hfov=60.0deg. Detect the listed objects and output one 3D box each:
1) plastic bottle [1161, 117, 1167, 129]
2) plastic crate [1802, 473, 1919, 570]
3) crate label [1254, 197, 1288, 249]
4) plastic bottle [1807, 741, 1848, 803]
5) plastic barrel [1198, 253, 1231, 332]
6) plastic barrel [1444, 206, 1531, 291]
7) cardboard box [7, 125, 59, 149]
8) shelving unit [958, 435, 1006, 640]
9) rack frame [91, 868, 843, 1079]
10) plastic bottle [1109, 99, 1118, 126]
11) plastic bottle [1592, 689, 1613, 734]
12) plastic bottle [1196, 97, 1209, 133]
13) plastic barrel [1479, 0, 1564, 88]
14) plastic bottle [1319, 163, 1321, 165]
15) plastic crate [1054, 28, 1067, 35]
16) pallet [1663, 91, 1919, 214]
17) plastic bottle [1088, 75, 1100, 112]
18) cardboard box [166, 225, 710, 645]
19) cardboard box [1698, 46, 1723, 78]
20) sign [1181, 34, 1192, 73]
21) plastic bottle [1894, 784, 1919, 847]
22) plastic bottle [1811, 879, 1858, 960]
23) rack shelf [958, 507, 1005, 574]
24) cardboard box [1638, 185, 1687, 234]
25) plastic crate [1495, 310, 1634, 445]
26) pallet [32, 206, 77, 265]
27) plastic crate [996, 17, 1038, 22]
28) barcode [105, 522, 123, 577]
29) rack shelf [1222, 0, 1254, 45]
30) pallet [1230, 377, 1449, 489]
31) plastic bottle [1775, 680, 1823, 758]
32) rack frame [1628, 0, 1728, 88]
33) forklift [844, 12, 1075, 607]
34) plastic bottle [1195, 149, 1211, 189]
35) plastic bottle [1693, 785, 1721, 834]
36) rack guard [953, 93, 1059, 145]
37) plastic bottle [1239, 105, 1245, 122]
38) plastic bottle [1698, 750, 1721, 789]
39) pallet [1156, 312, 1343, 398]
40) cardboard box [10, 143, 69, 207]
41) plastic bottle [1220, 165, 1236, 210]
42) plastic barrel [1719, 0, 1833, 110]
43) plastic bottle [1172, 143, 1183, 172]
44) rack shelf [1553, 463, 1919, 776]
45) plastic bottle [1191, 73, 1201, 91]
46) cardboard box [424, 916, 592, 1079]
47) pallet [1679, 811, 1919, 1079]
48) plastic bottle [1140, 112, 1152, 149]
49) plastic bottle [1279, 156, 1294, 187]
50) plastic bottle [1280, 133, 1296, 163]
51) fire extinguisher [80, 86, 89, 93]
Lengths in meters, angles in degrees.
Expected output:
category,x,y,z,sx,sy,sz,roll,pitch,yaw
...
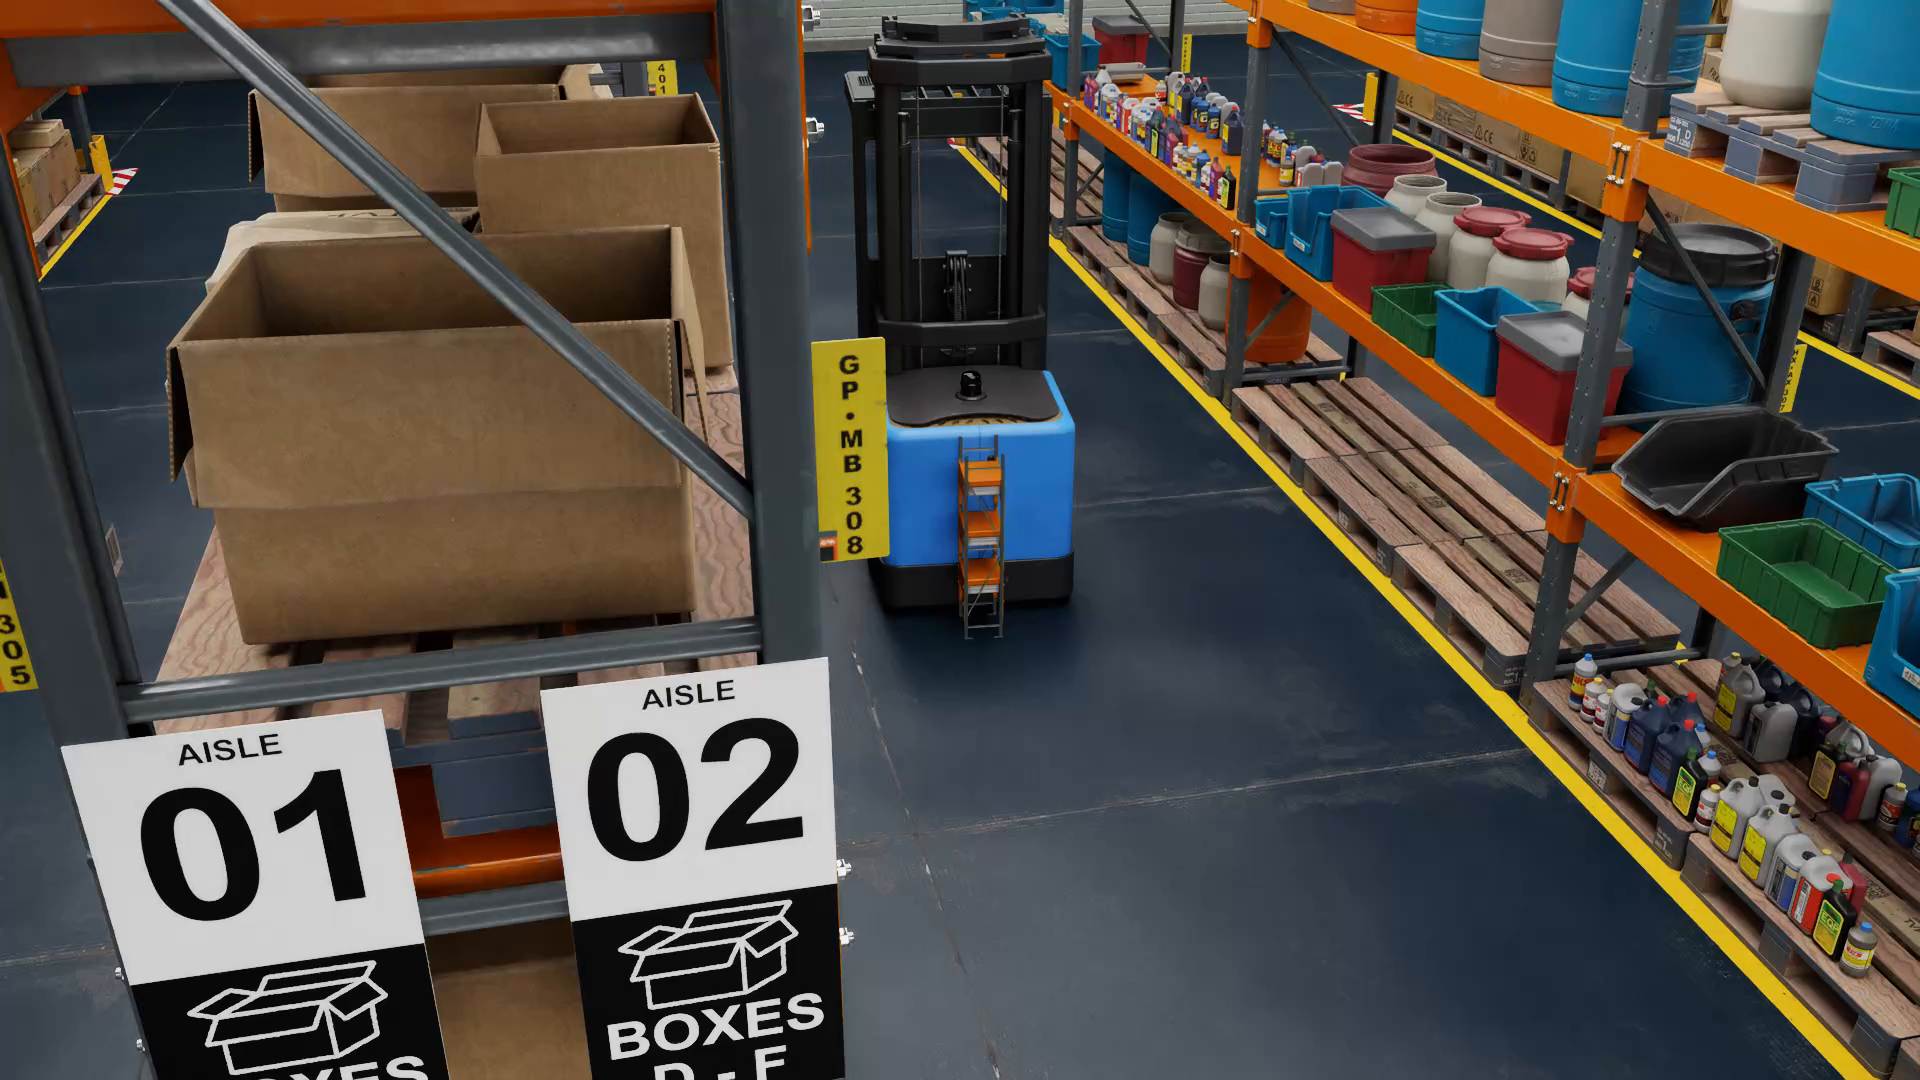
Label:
category,x,y,z,sx,sy,sz,roll,pitch,yaw
plastic bottle,1.556,-3.044,12.581,0.061,0.283,0.133,-6,27,-12
plastic crate,3.748,-0.033,6.652,0.499,0.251,0.616,-6,27,-12
crate label,2.063,-2.016,10.601,0.303,0.233,0.416,-6,27,-12
plastic bottle,3.682,0.960,7.046,0.061,0.283,0.133,-6,27,-12
plastic barrel,1.992,-1.842,12.366,0.421,0.512,0.421,0,27,0
plastic barrel,2.970,-1.573,9.386,0.433,0.535,0.433,0,27,0
cardboard box,-8.602,-3.734,15.407,0.380,0.149,0.250,-5,27,-10
shelving unit,0.109,-0.008,8.601,0.215,1.050,0.252,-3,27,-6
rack frame,-0.691,1.700,3.054,1.000,3.000,0.127,-6,27,-12
plastic bottle,1.269,-3.482,13.540,0.097,0.201,0.097,0,27,0
plastic bottle,2.925,0.769,7.515,0.097,0.201,0.097,0,27,0
plastic bottle,1.944,-3.410,13.321,0.097,0.271,0.097,0,27,0
plastic barrel,2.761,-2.609,7.705,0.600,0.901,0.600,0,27,0
plastic bottle,2.529,-2.544,11.682,0.097,0.201,0.097,0,27,0
plastic crate,1.113,-5.019,16.590,0.298,0.136,0.250,-6,27,-12
pallet,3.492,-1.506,6.285,1.213,0.211,1.003,-6,27,-12
plastic bottle,1.129,-3.755,13.990,0.061,0.283,0.133,-6,27,-12
cardboard box,-0.816,-0.188,2.729,0.797,0.503,0.637,-4,27,-8
cardboard box,6.344,-3.950,14.135,0.500,0.500,0.500,-7,28,-13
sign,1.968,-4.248,14.531,0.100,0.325,0.005,-6,27,-12
plastic bottle,3.886,1.109,6.764,0.097,0.271,0.097,0,27,0
plastic bottle,3.251,1.403,6.167,0.061,0.283,0.133,-5,27,-10
rack shelf,0.109,0.001,8.605,0.215,0.259,0.240,-3,27,-6
cardboard box,6.623,-3.141,14.535,1.225,0.875,0.875,-7,28,-13
plastic crate,2.827,-0.768,7.871,0.402,0.464,0.583,-6,27,-12
pallet,-8.594,-2.697,14.860,1.003,0.211,1.213,-6,27,-12
plastic crate,0.562,-5.058,16.561,0.416,0.233,0.300,-6,27,-12
barcode,-1.229,0.018,2.412,0.001,0.075,0.075,-6,27,-12
rack shelf,1.882,-4.210,12.231,1.077,0.370,4.000,-6,27,-12
pallet,2.470,-0.725,10.952,1.003,0.211,1.213,-6,27,-12
plastic bottle,3.704,0.766,7.355,0.144,0.351,0.185,-7,28,-14
rack frame,3.235,-3.236,6.174,1.000,3.000,0.127,-6,27,-12
forklift,-0.073,-1.587,9.642,1.130,2.935,3.031,-3,27,-6
plastic bottle,1.722,-2.630,11.774,0.097,0.271,0.097,0,27,0
plastic bottle,3.096,1.101,6.857,0.097,0.201,0.097,0,27,0
rack guard,0.512,-4.719,18.545,1.175,0.500,0.348,-6,27,-12
plastic bottle,2.206,-3.194,12.804,0.144,0.351,0.185,-6,27,-12
plastic bottle,3.124,1.004,6.972,0.097,0.271,0.097,0,27,0
pallet,2.115,-1.411,12.311,1.003,0.211,1.213,-6,27,-12
cardboard box,-8.754,-3.374,15.415,0.700,0.500,0.500,-6,27,-12
plastic bottle,1.826,-2.396,11.297,0.061,0.283,0.133,-6,27,-12
plastic barrel,3.140,-1.925,6.316,0.421,0.512,0.421,0,27,0
plastic bottle,1.612,-2.812,12.213,0.097,0.201,0.097,0,27,0
rack shelf,3.685,0.641,5.949,1.077,0.370,4.000,-6,27,-12
plastic bottle,1.958,-3.677,13.762,0.144,0.351,0.185,-6,27,-12
cardboard box,-0.795,0.846,3.193,0.700,0.500,0.500,-6,27,-11
pallet,3.624,1.523,6.499,1.003,0.211,1.213,-6,27,-12
plastic bottle,1.447,-3.166,12.836,0.097,0.271,0.097,0,27,0
plastic bottle,2.329,-2.630,11.852,0.097,0.201,0.097,0,27,0
plastic bottle,2.408,-2.852,12.202,0.061,0.283,0.133,-6,27,-12
fire extinguisher,-8.706,-4.732,16.296,0.296,0.674,0.183,-6,27,-12
